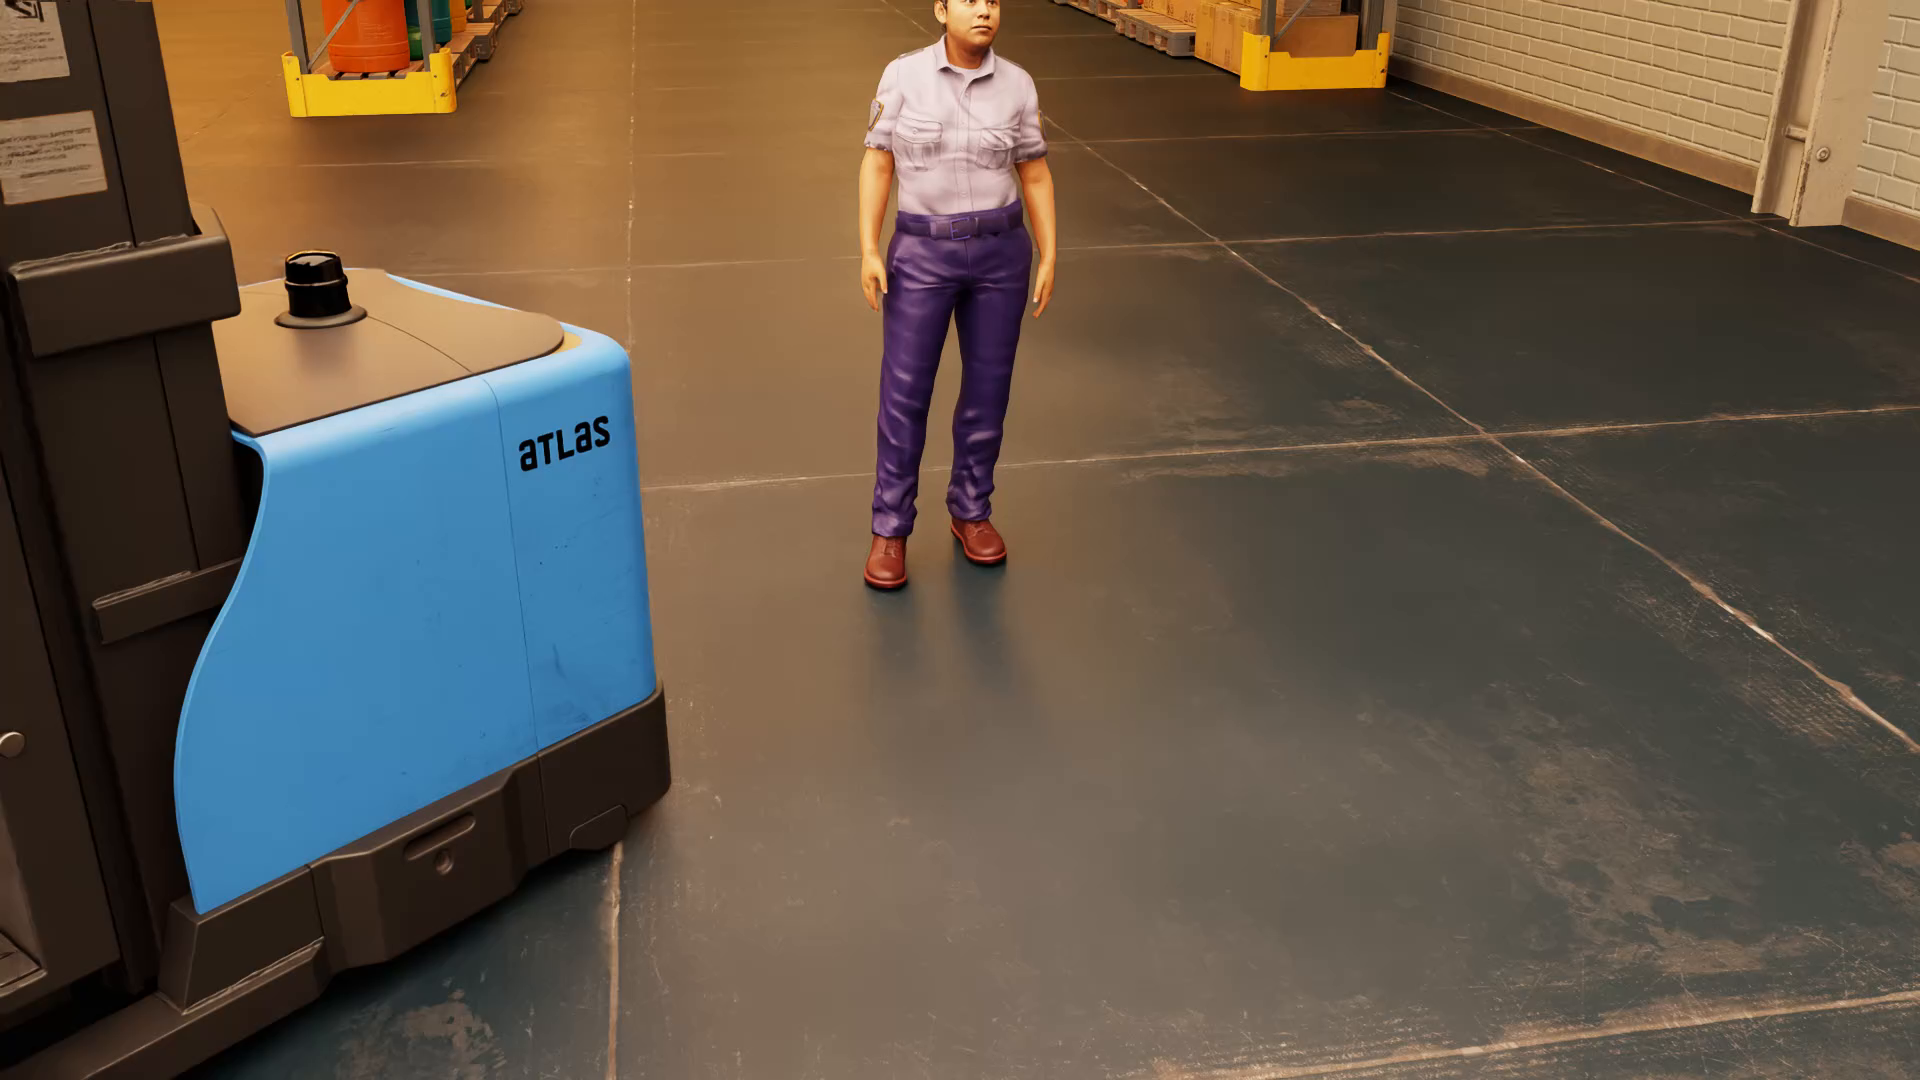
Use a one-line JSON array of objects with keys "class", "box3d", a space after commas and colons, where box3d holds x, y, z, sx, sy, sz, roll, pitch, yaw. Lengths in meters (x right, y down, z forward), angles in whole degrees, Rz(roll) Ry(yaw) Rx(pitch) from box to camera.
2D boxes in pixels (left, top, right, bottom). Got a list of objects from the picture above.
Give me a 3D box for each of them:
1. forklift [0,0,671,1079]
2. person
[{"class": "forklift", "box3d": [-1.954, -0.422, 2.303, 1.130, 2.935, 3.031, 18, 29, 36]}, {"class": "person", "box3d": [-0.007, -0.726, 4.613, 0.598, 1.651, 0.502, -4, 24, -9]}]
